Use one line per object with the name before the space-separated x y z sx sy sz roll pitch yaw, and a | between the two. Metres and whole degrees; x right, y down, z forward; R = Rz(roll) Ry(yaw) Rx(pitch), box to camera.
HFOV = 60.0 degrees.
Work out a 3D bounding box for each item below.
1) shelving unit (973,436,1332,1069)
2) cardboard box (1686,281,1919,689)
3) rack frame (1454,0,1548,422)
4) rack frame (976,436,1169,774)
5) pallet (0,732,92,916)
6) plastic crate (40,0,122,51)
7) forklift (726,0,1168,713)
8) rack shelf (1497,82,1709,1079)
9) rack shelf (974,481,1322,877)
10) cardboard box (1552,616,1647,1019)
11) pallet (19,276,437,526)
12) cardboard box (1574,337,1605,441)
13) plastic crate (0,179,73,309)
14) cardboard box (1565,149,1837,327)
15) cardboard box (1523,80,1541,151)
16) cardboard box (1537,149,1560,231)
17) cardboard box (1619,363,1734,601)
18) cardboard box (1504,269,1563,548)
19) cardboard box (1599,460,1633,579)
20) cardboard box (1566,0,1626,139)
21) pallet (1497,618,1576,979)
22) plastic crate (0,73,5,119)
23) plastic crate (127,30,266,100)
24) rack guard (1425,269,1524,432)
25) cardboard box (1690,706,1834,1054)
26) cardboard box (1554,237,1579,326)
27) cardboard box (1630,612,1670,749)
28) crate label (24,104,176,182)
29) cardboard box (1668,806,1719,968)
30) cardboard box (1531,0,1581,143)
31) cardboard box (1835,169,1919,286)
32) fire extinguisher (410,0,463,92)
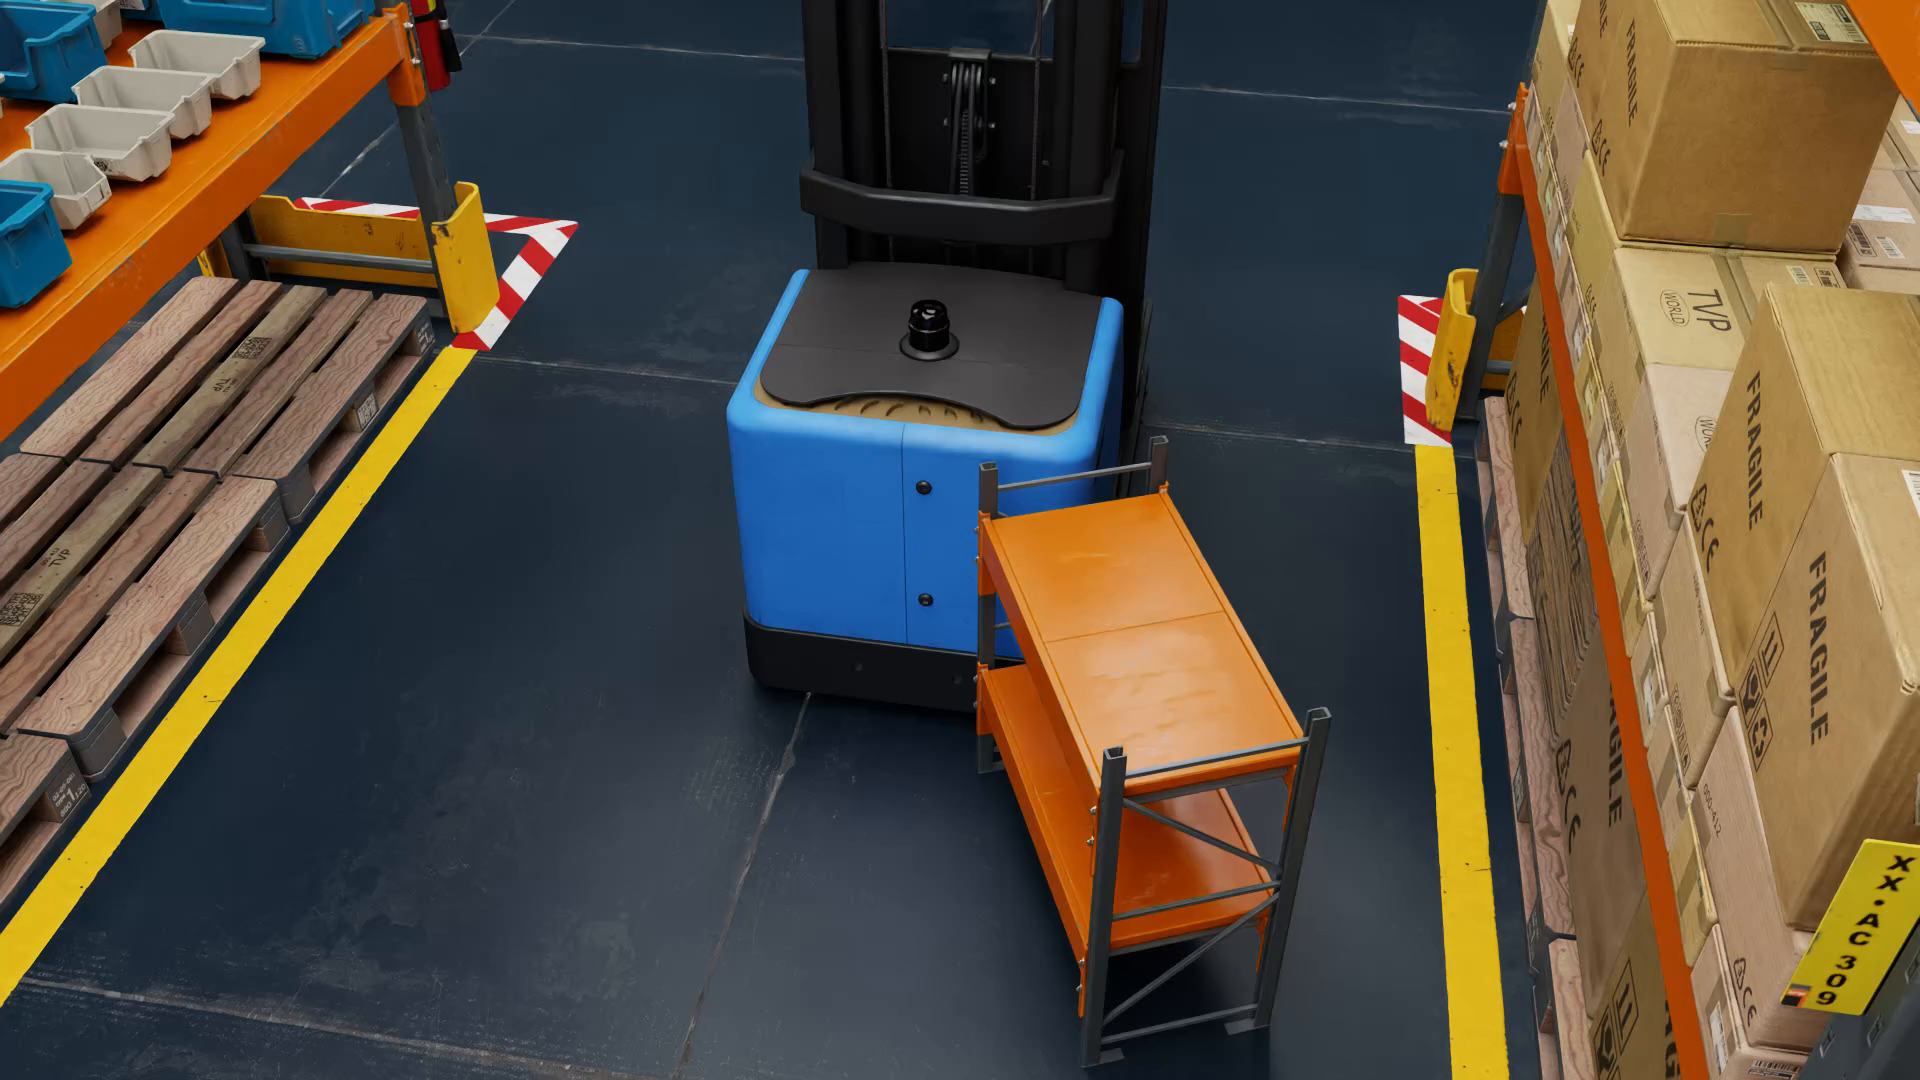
shelving unit | 0.419 0.525 4.233 0.538 1.125 1.048 -9 40 -11
cardboard box | 1.576 -0.067 2.773 0.500 0.500 0.500 7 40 8
rack frame | 2.361 -1.600 5.331 1.000 3.000 0.127 6 40 8
rack frame | 0.294 0.211 4.613 0.500 1.125 0.032 -9 40 -11
pallet | -3.120 0.973 4.407 1.003 0.211 1.213 6 40 8
plastic crate | -3.021 -1.757 5.680 0.250 0.136 0.298 6 40 8
forklift | 0.112 -1.525 5.294 1.130 2.935 3.031 7 40 8
rack shelf | 2.015 -0.067 4.042 1.077 0.370 4.000 6 40 8
rack shelf | 0.419 0.299 4.046 0.538 0.278 1.000 -9 40 -11
cardboard box | 2.017 0.597 4.011 0.875 0.875 0.875 6 40 8
pallet | -2.698 -0.558 6.259 1.003 0.211 1.213 6 40 8
cardboard box | 1.710 -0.351 4.018 0.380 0.149 0.250 5 40 7
plastic crate | -2.620 -0.787 4.433 0.416 0.233 0.300 6 40 8
cardboard box | 1.838 -0.743 4.179 0.500 0.250 0.500 5 40 6
cardboard box | 1.974 -1.317 5.186 0.380 0.149 0.250 7 40 8
cardboard box | 1.888 -0.995 4.796 0.380 0.149 0.250 6 40 7
cardboard box | 1.662 -0.098 3.398 0.500 0.250 0.500 7 40 9
cardboard box | 2.329 -0.532 5.378 0.875 0.875 0.875 6 40 8
cardboard box | 1.621 -0.027 3.625 0.380 0.149 0.250 6 40 7
cardboard box | 1.925 -1.360 4.337 0.500 0.500 0.500 5 40 7
pallet | 2.086 0.749 4.679 1.003 0.211 1.213 6 40 8
plastic crate | -3.139 -1.331 5.166 0.250 0.136 0.298 6 40 8
plastic crate | -2.480 -1.536 5.413 0.396 0.136 0.243 6 40 8
rack guard | 2.365 -0.652 6.146 1.175 0.500 0.348 6 40 8
cardboard box | 1.487 0.548 2.618 0.500 0.250 0.500 6 40 7
cardboard box | 1.799 -0.672 4.405 0.380 0.149 0.250 6 40 7
cardboard box | 1.532 0.296 3.235 0.380 0.149 0.250 7 40 9
crate label | -2.569 -1.178 4.981 0.396 0.136 0.243 6 40 8
cardboard box | 1.443 0.618 2.846 0.380 0.149 0.250 7 40 9
cardboard box | 2.012 -1.385 4.956 0.500 0.250 0.500 5 40 6
cardboard box | 2.362 -0.686 4.109 0.500 0.250 0.500 5 40 6
fire extinguisher | -2.044 -2.017 6.189 0.296 0.674 0.183 6 40 8
